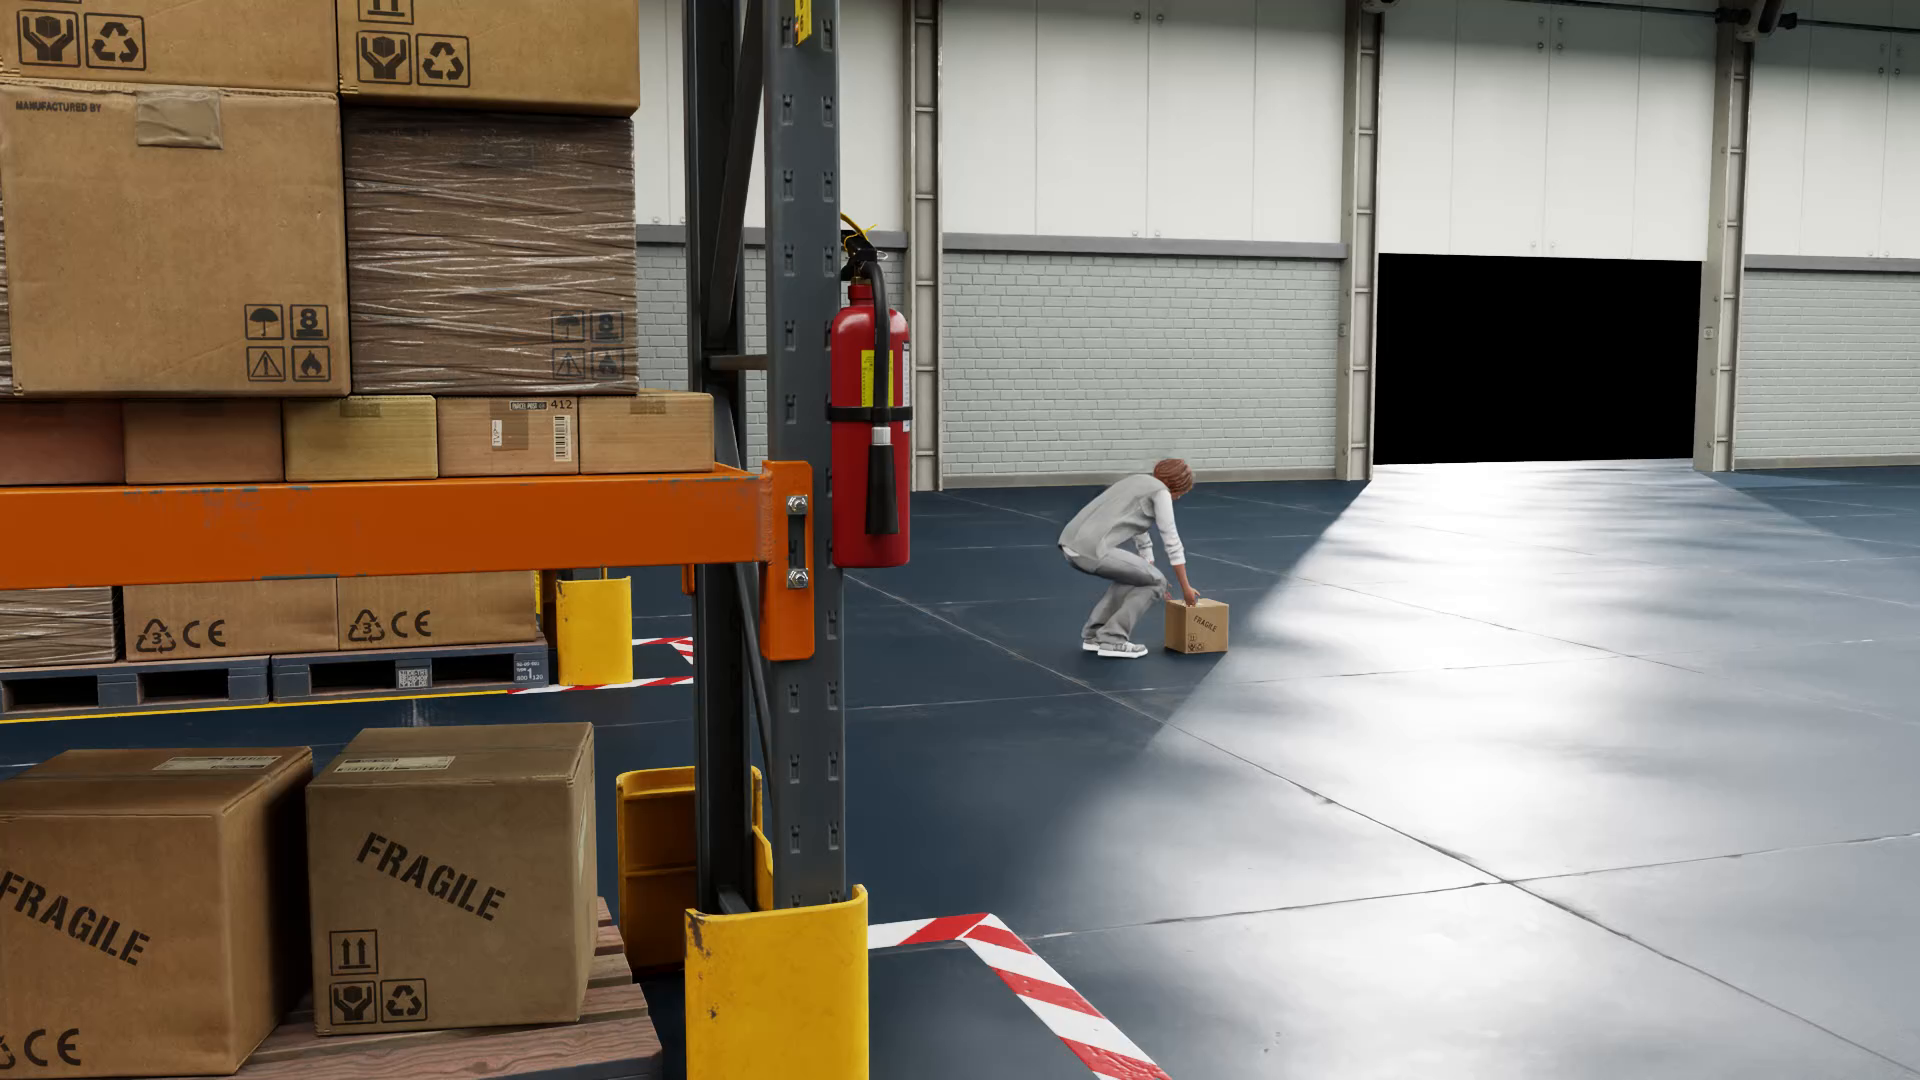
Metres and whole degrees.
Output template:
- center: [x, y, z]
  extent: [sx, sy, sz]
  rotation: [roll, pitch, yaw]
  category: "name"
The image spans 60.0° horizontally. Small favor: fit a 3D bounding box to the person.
- center: [0.876, 0.124, 8.724]
  extent: [0.769, 0.947, 0.456]
  rotation: [-2, 6, -19]
  category: "person"
